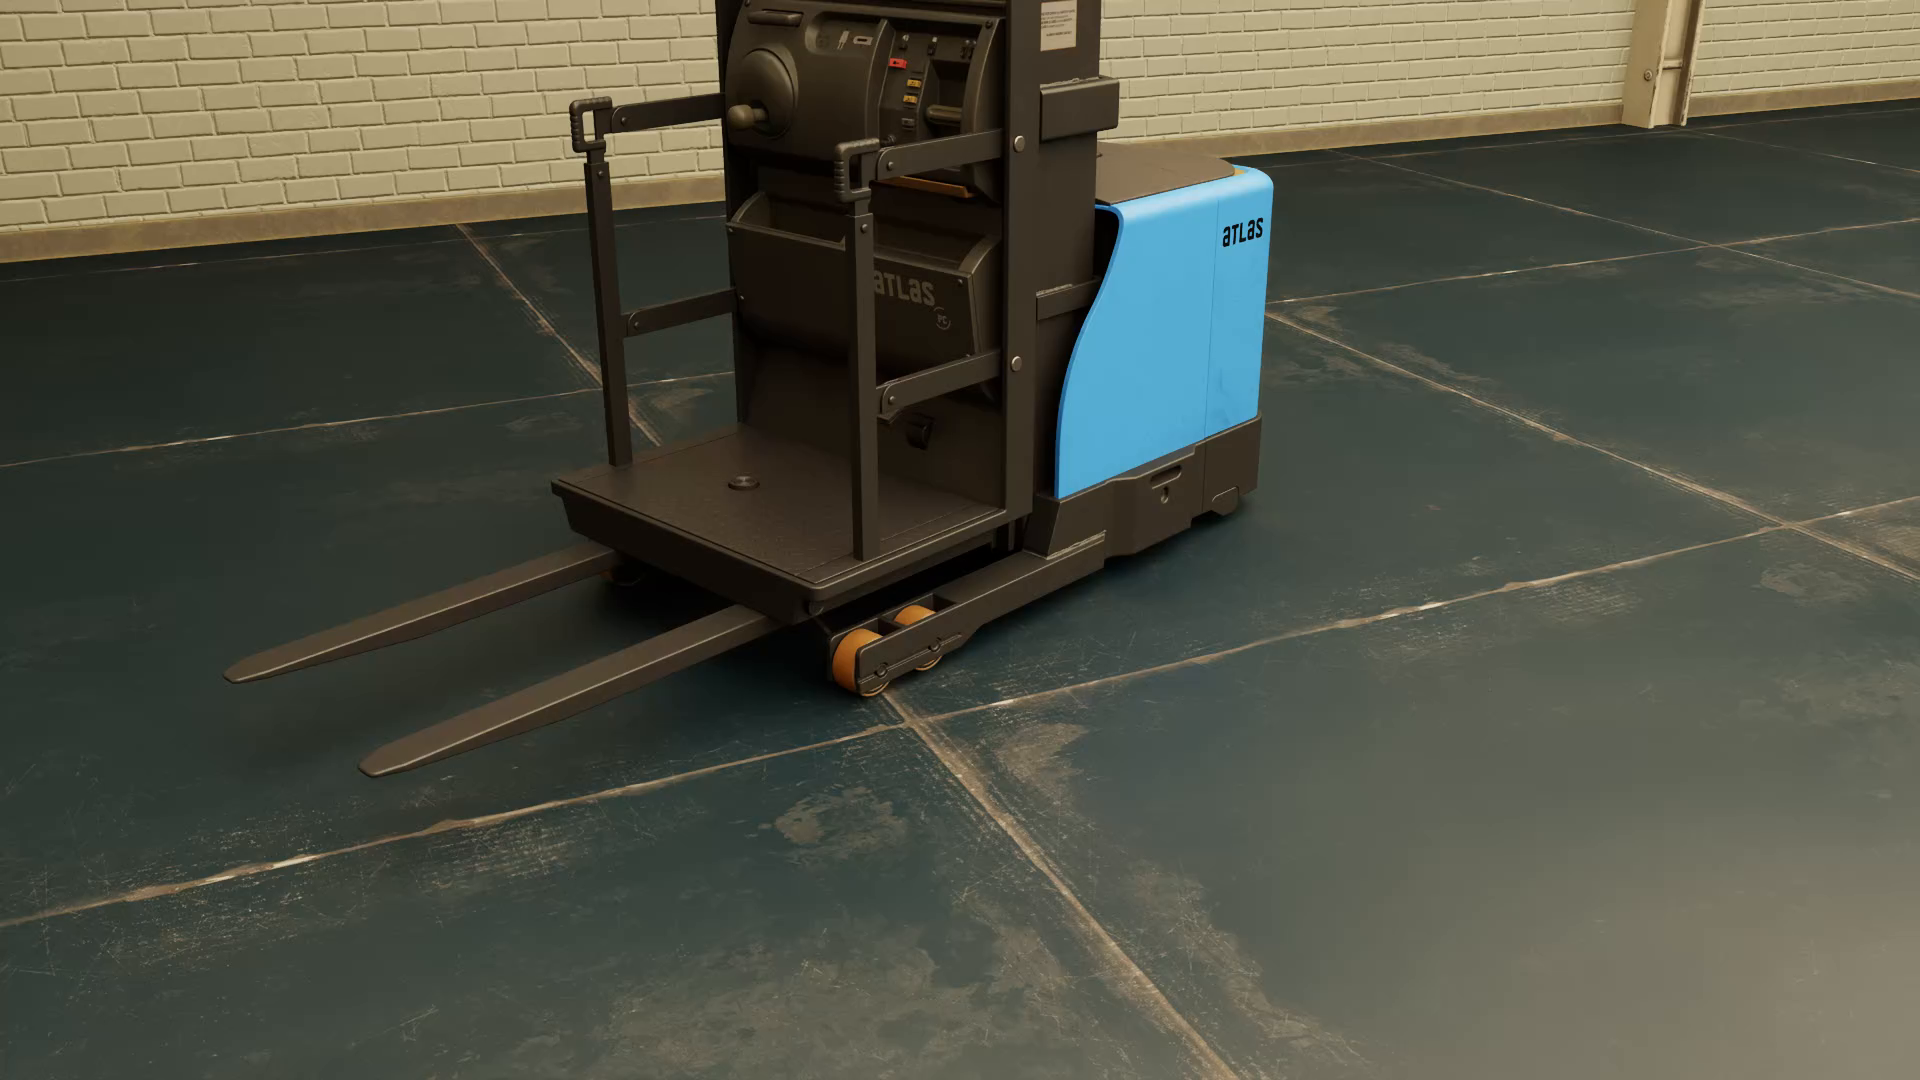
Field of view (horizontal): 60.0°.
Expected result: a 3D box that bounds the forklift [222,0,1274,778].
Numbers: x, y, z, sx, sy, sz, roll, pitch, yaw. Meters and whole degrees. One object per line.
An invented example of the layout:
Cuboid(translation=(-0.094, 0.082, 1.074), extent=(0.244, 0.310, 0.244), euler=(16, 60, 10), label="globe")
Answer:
Cuboid(translation=(-0.413, -1.182, 4.131), extent=(1.130, 2.935, 3.031), euler=(19, 29, 39), label="forklift")
